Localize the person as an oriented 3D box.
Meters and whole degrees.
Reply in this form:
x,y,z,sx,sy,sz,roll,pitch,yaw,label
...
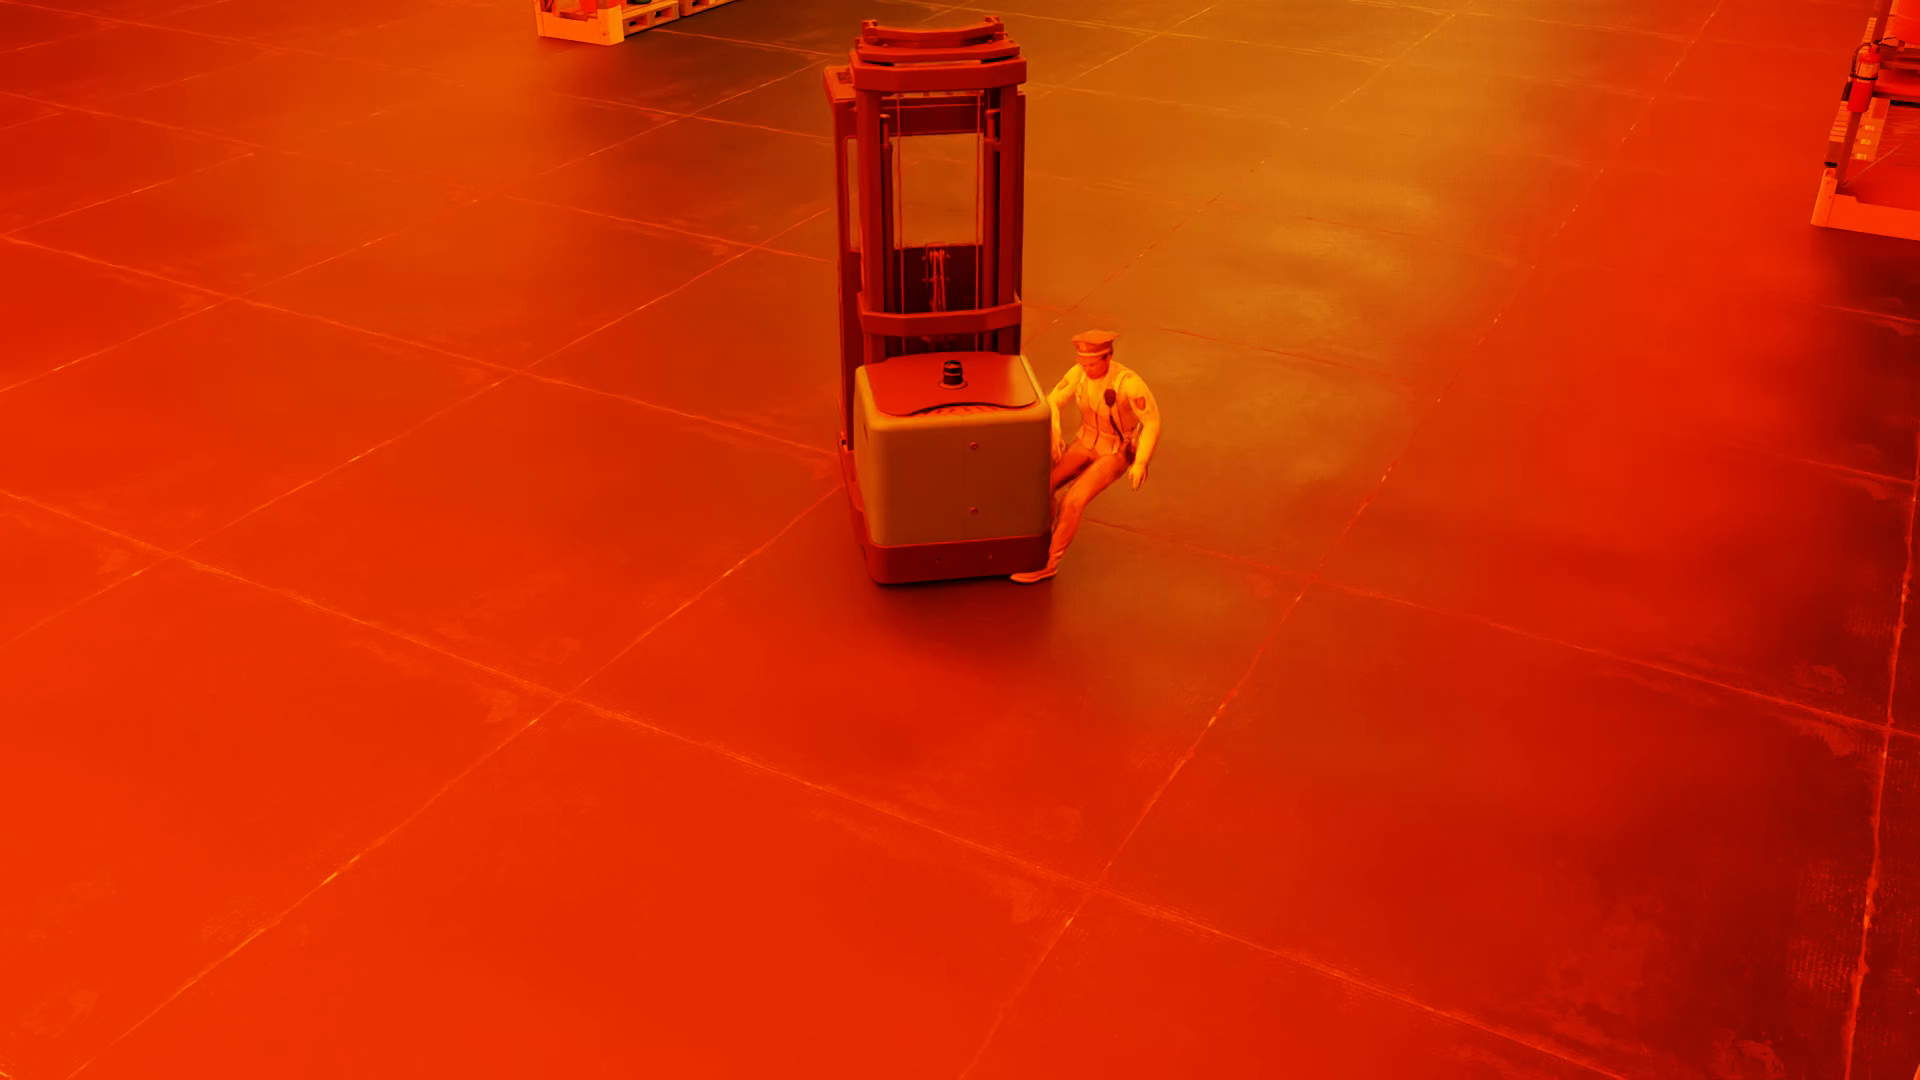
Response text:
x,y,z,sx,sy,sz,roll,pitch,yaw,label
0.665,-0.456,9.458,0.738,1.465,0.857,21,36,32,person

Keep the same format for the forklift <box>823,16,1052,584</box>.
x,y,z,sx,sy,sz,roll,pitch,yaw,label
-0.211,-1.739,10.083,1.130,2.935,3.031,-4,30,-8,forklift
